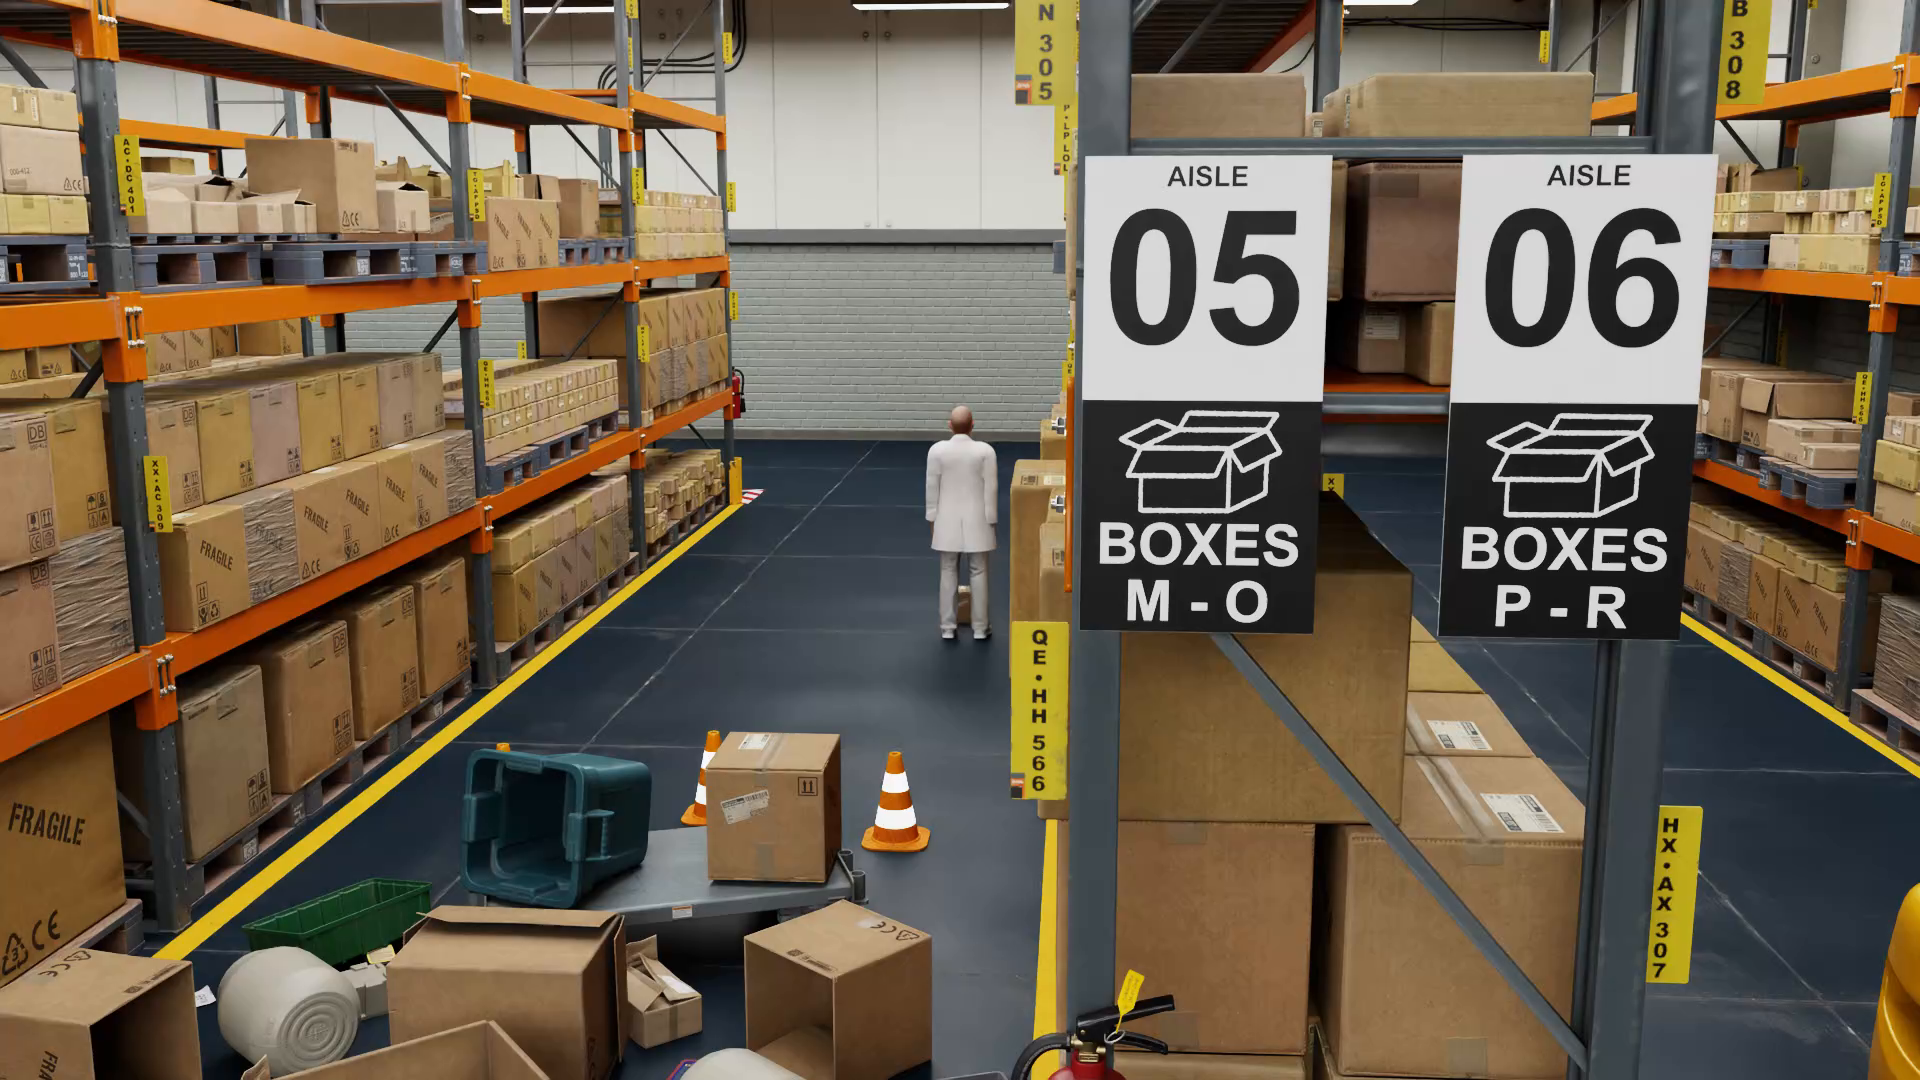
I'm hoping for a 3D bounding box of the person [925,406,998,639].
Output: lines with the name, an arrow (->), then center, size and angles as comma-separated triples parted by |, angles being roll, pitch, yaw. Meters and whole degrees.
person -> 0.014, -0.138, 12.708 | 0.561, 1.781, 0.377 | 1, 11, 6
